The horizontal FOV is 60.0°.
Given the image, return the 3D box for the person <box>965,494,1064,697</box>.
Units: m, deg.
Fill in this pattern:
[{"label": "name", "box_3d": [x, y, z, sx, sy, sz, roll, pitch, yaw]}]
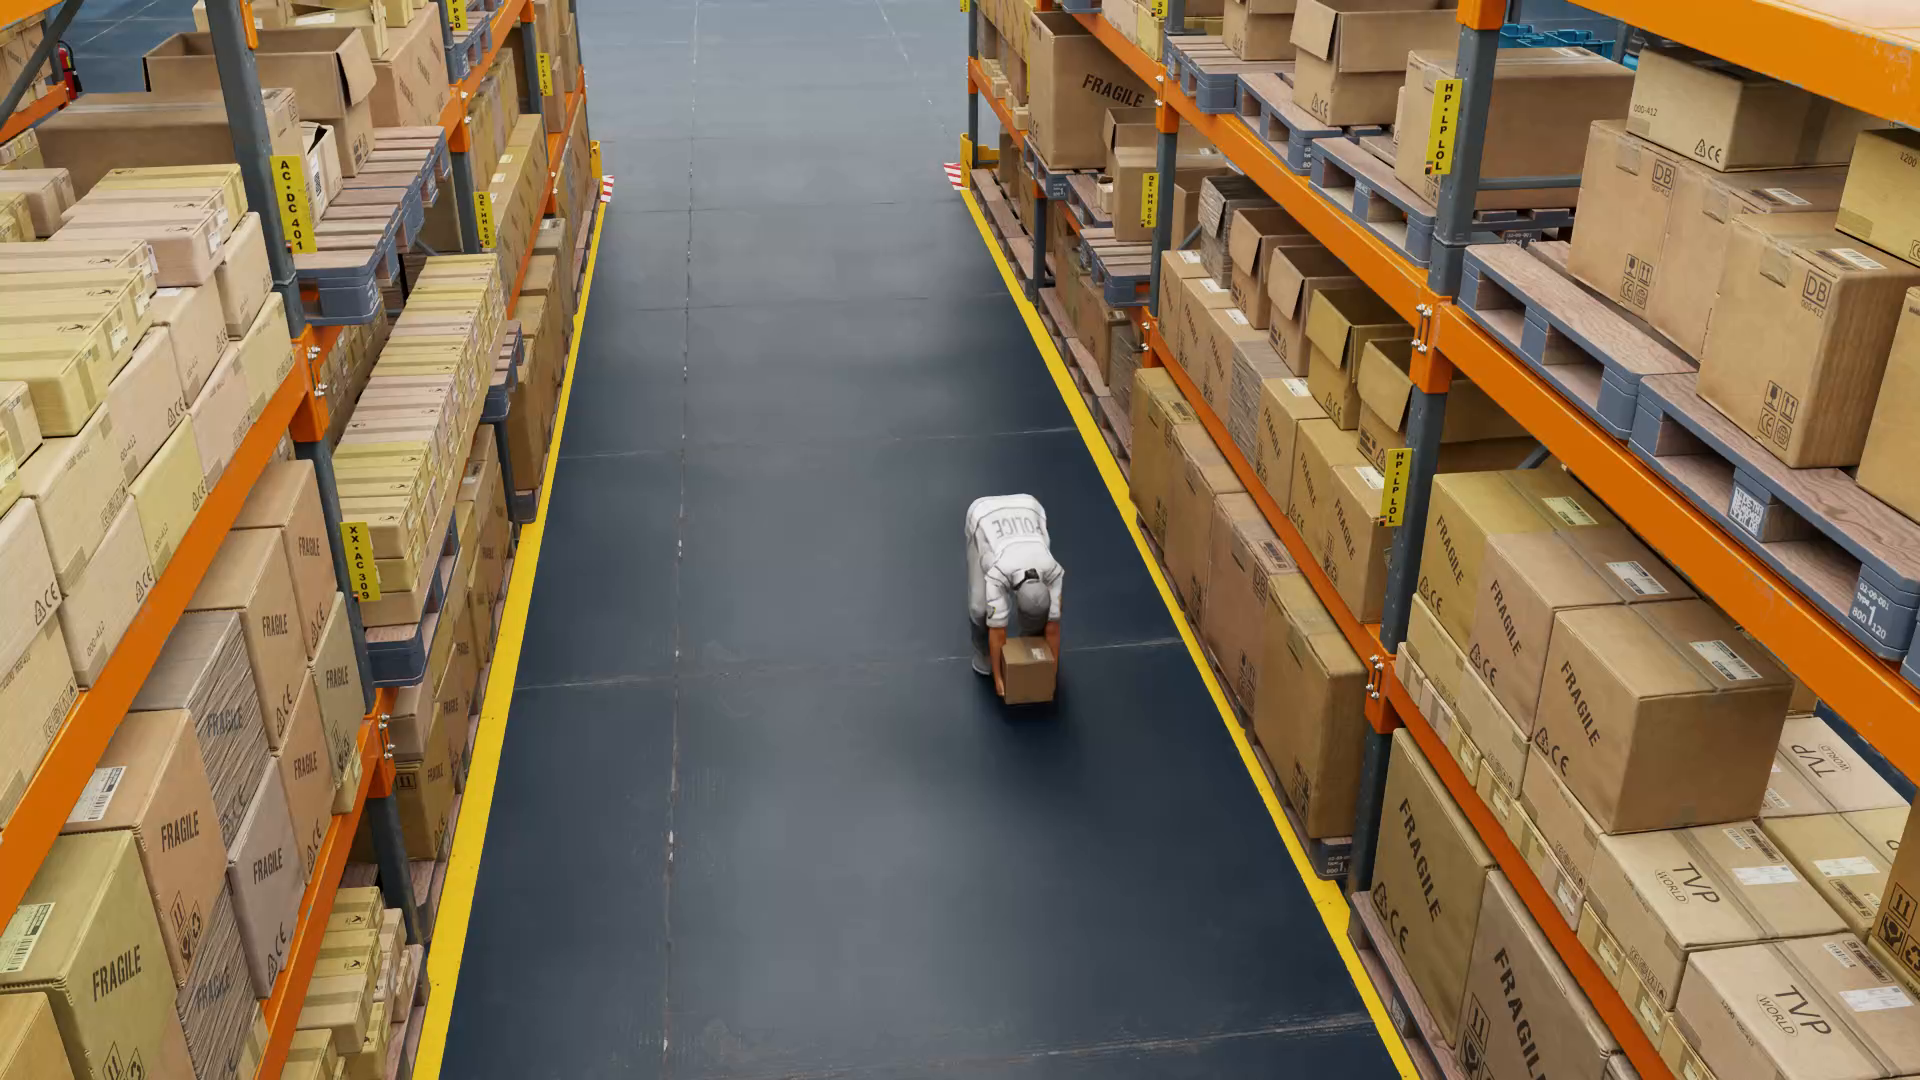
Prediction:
[{"label": "person", "box_3d": [0.299, 0.314, 8.773, 0.511, 0.966, 0.939, -5, 28, -10]}]
